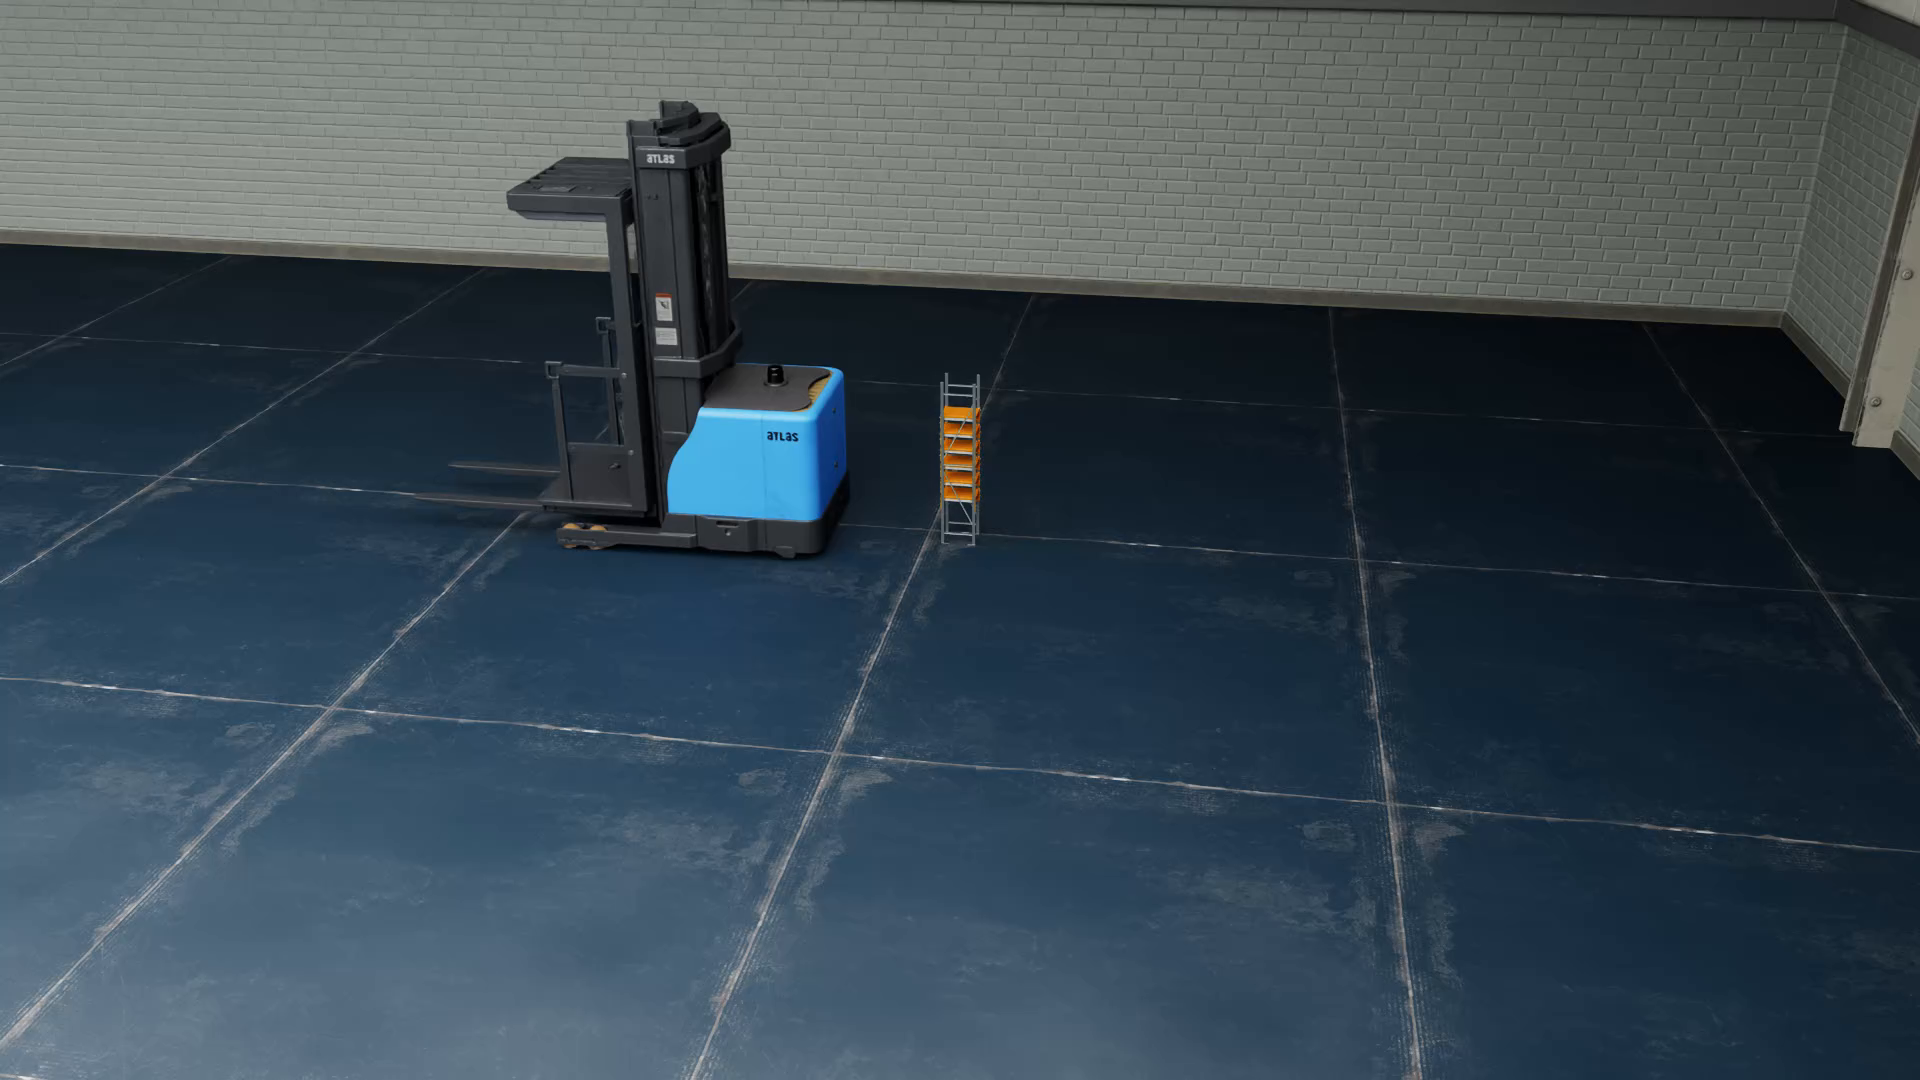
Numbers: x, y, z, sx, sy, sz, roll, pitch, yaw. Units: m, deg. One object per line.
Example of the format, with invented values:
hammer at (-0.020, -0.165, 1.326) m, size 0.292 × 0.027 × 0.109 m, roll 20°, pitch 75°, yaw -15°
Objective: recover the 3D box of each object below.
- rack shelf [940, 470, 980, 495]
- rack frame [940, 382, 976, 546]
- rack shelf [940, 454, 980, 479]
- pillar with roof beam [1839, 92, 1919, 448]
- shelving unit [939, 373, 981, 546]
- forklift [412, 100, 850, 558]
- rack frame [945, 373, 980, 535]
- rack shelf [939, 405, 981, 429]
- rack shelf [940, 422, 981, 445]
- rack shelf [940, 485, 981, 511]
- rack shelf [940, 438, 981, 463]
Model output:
rack shelf at (0.002, -0.401, 11.578) m, size 0.258 × 0.103 × 0.180 m, roll 4°, pitch 25°, yaw 9°
rack frame at (-0.013, -0.511, 11.427) m, size 0.240 × 1.200 × 0.006 m, roll 4°, pitch 25°, yaw 9°
rack shelf at (0.002, -0.509, 11.527) m, size 0.258 × 0.103 × 0.180 m, roll 4°, pitch 25°, yaw 9°
pillar with roof beam at (3.121, -5.201, 12.247) m, size 9.100 × 9.000 × 0.400 m, roll 4°, pitch 25°, yaw 9°
shelving unit at (0.002, -0.549, 11.509) m, size 0.258 × 1.200 × 0.189 m, roll 4°, pitch 25°, yaw 9°
forklift at (-2.372, -1.476, 11.445) m, size 3.031 × 2.935 × 1.130 m, roll 4°, pitch 25°, yaw 8°
rack frame at (0.017, -0.588, 11.590) m, size 0.240 × 1.200 × 0.006 m, roll 4°, pitch 25°, yaw 9°
rack shelf at (0.002, -0.835, 11.375) m, size 0.258 × 0.103 × 0.180 m, roll 4°, pitch 25°, yaw 9°
rack shelf at (0.002, -0.727, 11.426) m, size 0.258 × 0.103 × 0.180 m, roll 4°, pitch 25°, yaw 9°
rack shelf at (0.002, -0.292, 11.629) m, size 0.258 × 0.103 × 0.180 m, roll 4°, pitch 25°, yaw 9°
rack shelf at (0.002, -0.618, 11.477) m, size 0.258 × 0.103 × 0.180 m, roll 4°, pitch 25°, yaw 9°
